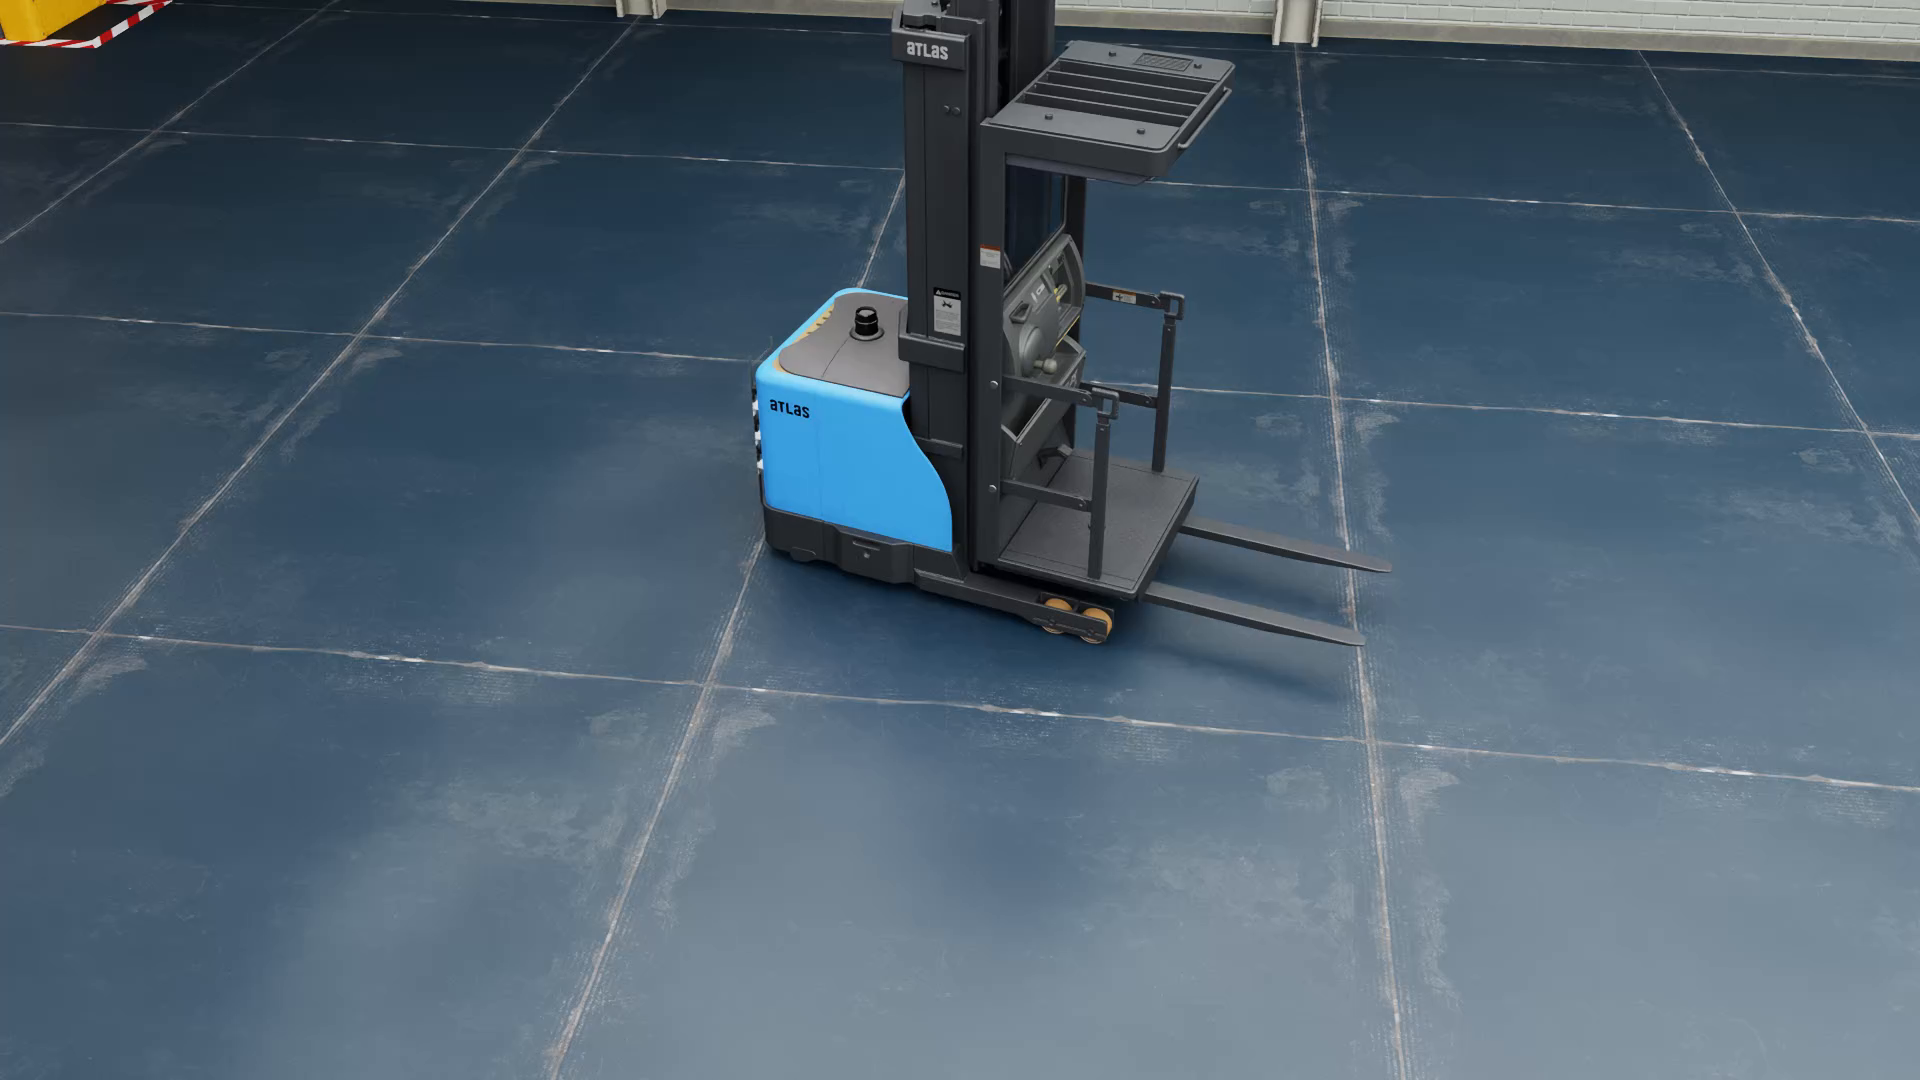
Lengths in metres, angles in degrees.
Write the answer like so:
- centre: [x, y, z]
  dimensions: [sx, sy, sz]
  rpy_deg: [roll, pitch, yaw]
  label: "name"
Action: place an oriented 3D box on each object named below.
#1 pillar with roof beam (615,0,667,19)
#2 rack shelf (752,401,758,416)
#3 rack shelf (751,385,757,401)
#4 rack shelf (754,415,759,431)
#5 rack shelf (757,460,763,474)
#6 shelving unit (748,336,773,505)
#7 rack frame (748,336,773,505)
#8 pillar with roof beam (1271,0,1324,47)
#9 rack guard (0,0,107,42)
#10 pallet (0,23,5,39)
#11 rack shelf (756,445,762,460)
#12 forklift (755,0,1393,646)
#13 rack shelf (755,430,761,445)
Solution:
- centre: [-3.508, -6.101, 9.409]
  dimensions: [0.400, 9.000, 9.100]
  rpy_deg: [4, 36, 6]
  label: "pillar with roof beam"
- centre: [-0.921, -0.714, 8.580]
  dimensions: [0.200, 0.077, 0.258]
  rpy_deg: [14, 38, 18]
  label: "rack shelf"
- centre: [-0.921, -0.787, 8.528]
  dimensions: [0.200, 0.077, 0.258]
  rpy_deg: [14, 38, 18]
  label: "rack shelf"
- centre: [-0.921, -0.640, 8.632]
  dimensions: [0.200, 0.077, 0.258]
  rpy_deg: [14, 38, 18]
  label: "rack shelf"
- centre: [-0.921, -0.421, 8.789]
  dimensions: [0.200, 0.077, 0.258]
  rpy_deg: [14, 38, 18]
  label: "rack shelf"
- centre: [-0.921, -0.594, 8.665]
  dimensions: [0.210, 0.900, 0.258]
  rpy_deg: [14, 38, 18]
  label: "shelving unit"
- centre: [-1.014, -0.617, 8.697]
  dimensions: [0.006, 0.900, 0.240]
  rpy_deg: [14, 38, 18]
  label: "rack frame"
- centre: [2.444, -5.657, 8.787]
  dimensions: [0.400, 9.000, 9.100]
  rpy_deg: [4, 36, 6]
  label: "pillar with roof beam"
- centre: [-8.311, -4.993, 15.173]
  dimensions: [0.348, 0.500, 1.175]
  rpy_deg: [4, 36, 6]
  label: "rack guard"
- centre: [-9.098, -4.910, 15.305]
  dimensions: [1.213, 0.211, 1.003]
  rpy_deg: [4, 36, 6]
  label: "pallet"
- centre: [-0.921, -0.494, 8.737]
  dimensions: [0.200, 0.077, 0.258]
  rpy_deg: [14, 38, 18]
  label: "rack shelf"
- centre: [0.574, -1.053, 7.559]
  dimensions: [3.031, 2.935, 1.130]
  rpy_deg: [14, 38, 18]
  label: "forklift"
- centre: [-0.921, -0.567, 8.684]
  dimensions: [0.200, 0.077, 0.258]
  rpy_deg: [14, 38, 18]
  label: "rack shelf"
